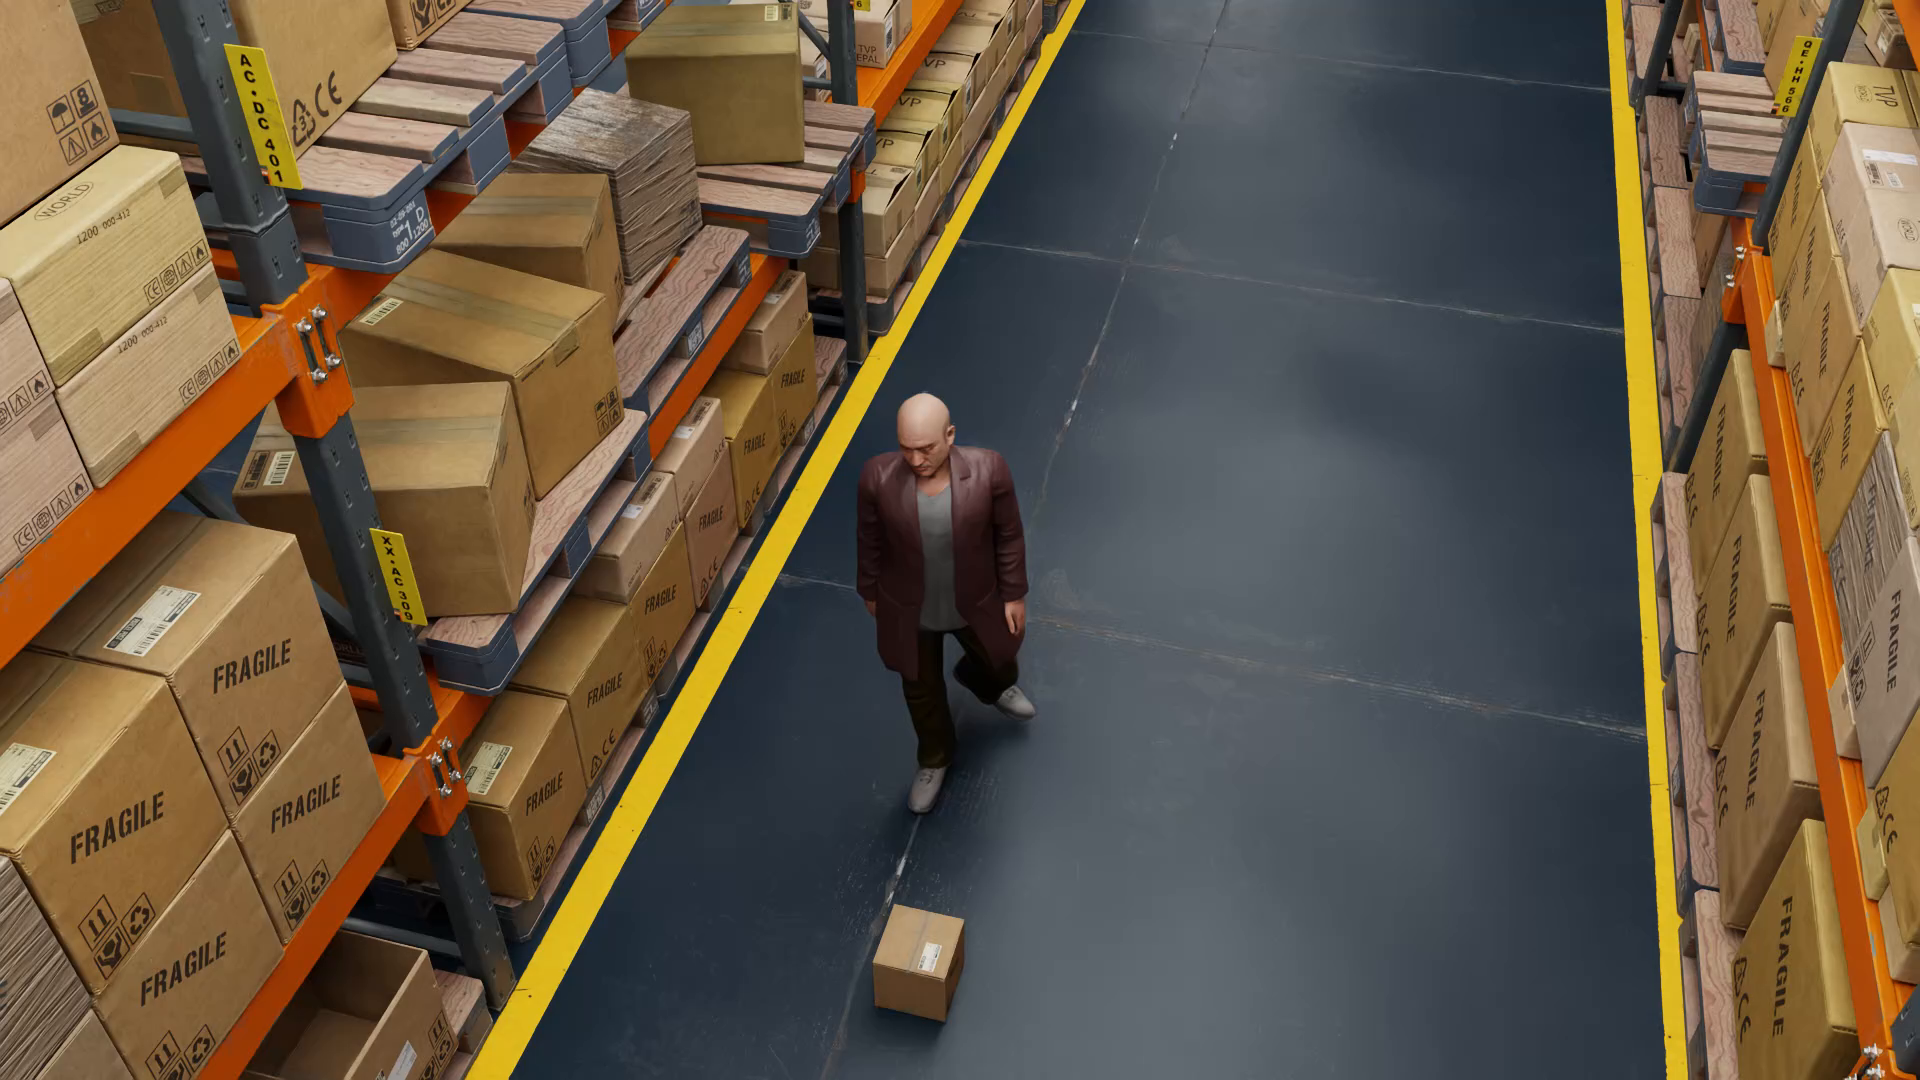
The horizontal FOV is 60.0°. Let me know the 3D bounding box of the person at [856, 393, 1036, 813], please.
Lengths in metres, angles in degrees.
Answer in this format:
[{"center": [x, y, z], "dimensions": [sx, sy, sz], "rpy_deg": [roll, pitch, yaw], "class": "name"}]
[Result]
[{"center": [-0.032, 0.163, 5.956], "dimensions": [0.678, 1.772, 0.652], "rpy_deg": [-1, 40, -2], "class": "person"}]
